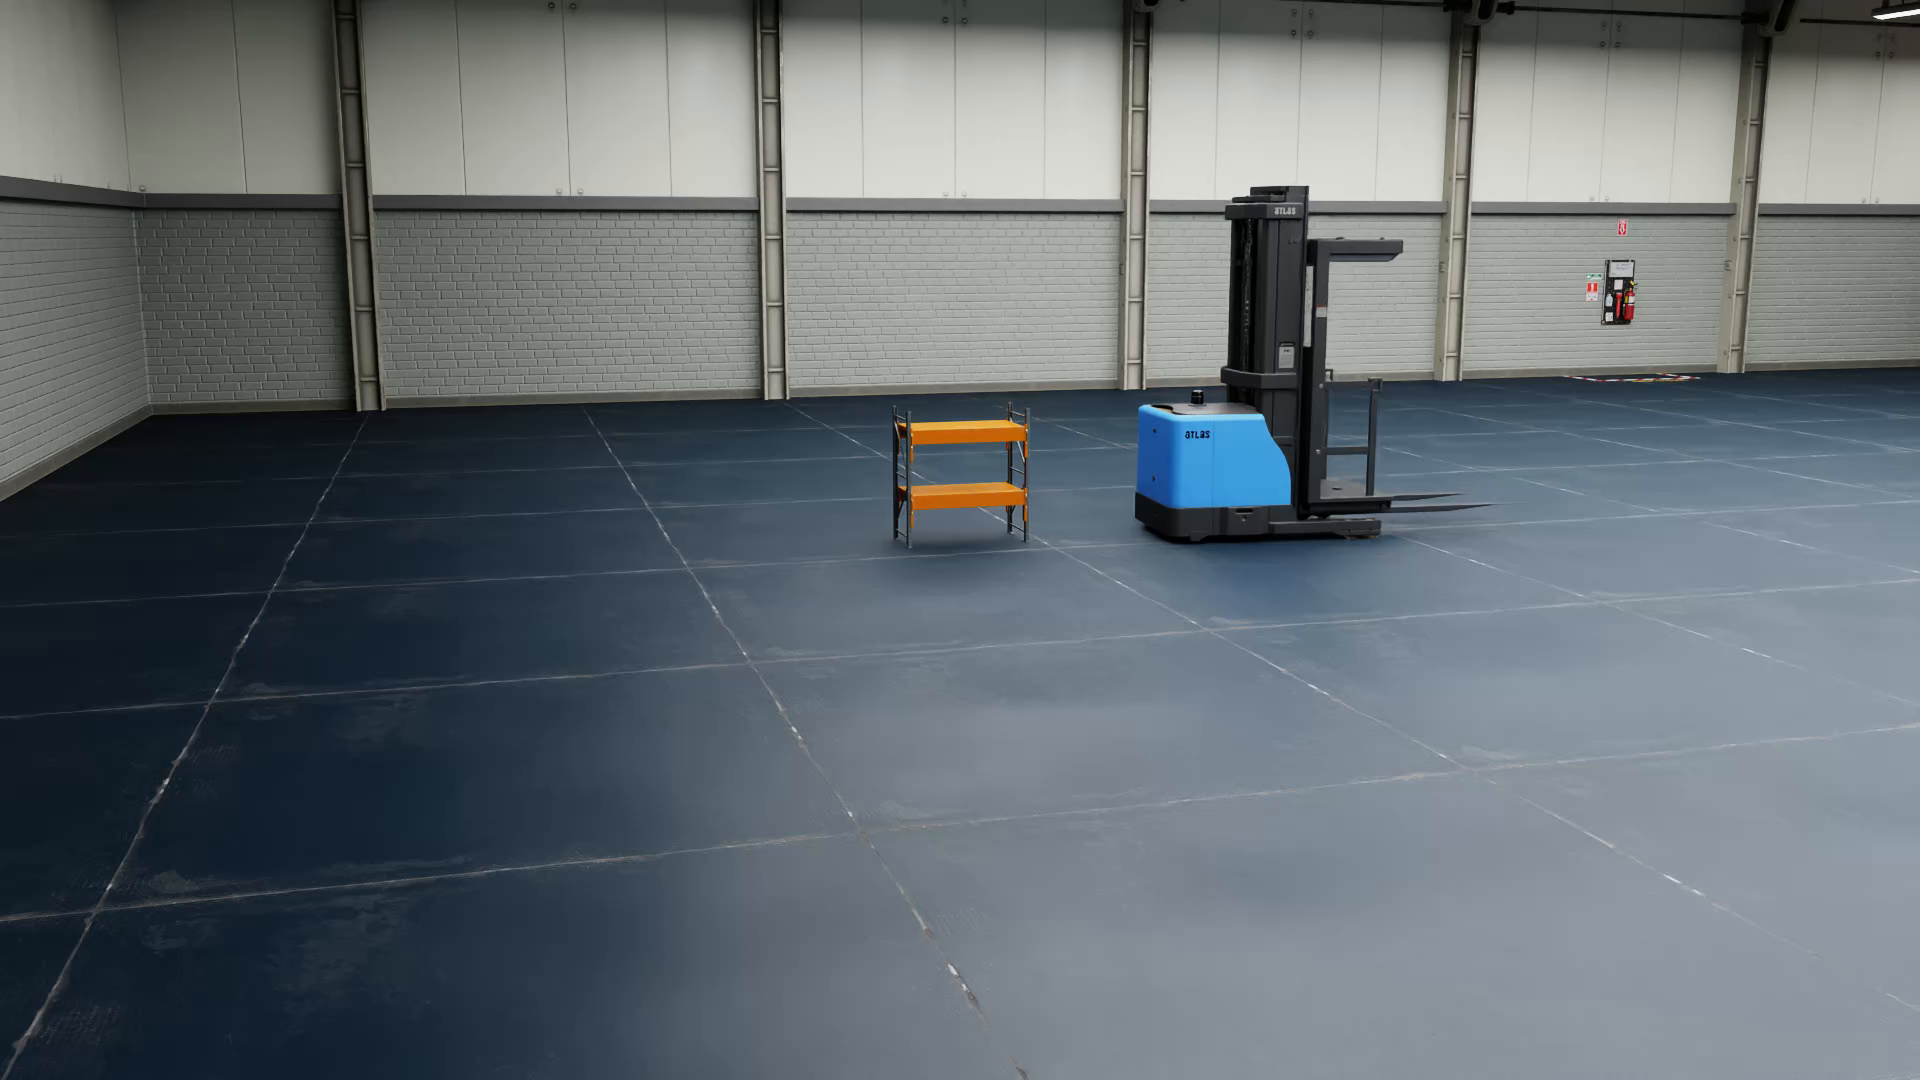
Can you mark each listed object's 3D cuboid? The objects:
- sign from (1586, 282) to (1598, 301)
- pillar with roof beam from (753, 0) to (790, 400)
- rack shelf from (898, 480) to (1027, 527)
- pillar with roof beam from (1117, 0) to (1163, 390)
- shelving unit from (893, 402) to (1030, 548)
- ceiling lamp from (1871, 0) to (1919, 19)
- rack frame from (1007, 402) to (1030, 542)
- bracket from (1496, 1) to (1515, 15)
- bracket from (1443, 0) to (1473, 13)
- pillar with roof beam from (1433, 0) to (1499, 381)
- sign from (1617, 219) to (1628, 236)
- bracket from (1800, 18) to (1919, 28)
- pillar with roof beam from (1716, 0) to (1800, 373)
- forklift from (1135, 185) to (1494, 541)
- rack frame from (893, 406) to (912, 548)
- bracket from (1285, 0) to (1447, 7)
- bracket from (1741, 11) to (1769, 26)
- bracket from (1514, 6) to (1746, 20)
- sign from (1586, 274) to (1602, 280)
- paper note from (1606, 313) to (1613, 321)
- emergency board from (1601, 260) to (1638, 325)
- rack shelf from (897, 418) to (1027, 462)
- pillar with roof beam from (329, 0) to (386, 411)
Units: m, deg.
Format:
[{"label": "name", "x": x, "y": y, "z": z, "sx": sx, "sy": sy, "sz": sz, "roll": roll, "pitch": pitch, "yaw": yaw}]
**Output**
[{"label": "sign", "x": 11.440, "y": -4.497, "z": 30.091, "sx": 0.234, "sy": 0.329, "sz": 0.001, "roll": -3, "pitch": 11, "yaw": -16}, {"label": "pillar with roof beam", "x": -1.696, "y": -5.899, "z": 21.236, "sx": 0.400, "sy": 9.000, "sz": 9.100, "roll": -3, "pitch": 11, "yaw": -16}, {"label": "rack shelf", "x": 0.006, "y": -0.313, "z": 13.991, "sx": 1.000, "sy": 0.278, "sz": 0.538, "roll": -3, "pitch": 11, "yaw": -16}, {"label": "pillar with roof beam", "x": 4.065, "y": -6.203, "z": 22.885, "sx": 0.548, "sy": 9.000, "sz": 9.100, "roll": -3, "pitch": 11, "yaw": -16}, {"label": "shelving unit", "x": 0.006, "y": -0.554, "z": 13.947, "sx": 1.048, "sy": 1.125, "sz": 0.538, "roll": -3, "pitch": 11, "yaw": -16}, {"label": "ceiling lamp", "x": 14.353, "y": -9.492, "z": 24.631, "sx": 0.800, "sy": 3.185, "sz": 2.000, "roll": -3, "pitch": 11, "yaw": -16}, {"label": "rack frame", "x": 0.495, "y": -0.579, "z": 14.086, "sx": 0.032, "sy": 1.125, "sz": 0.500, "roll": -3, "pitch": 11, "yaw": -16}, {"label": "bracket", "x": 9.120, "y": -8.984, "z": 28.052, "sx": 0.430, "sy": 0.232, "sz": 0.235, "roll": -3, "pitch": 11, "yaw": -16}, {"label": "bracket", "x": 8.323, "y": -8.942, "z": 27.824, "sx": 0.430, "sy": 0.232, "sz": 0.235, "roll": -3, "pitch": 11, "yaw": -16}, {"label": "pillar with roof beam", "x": 9.826, "y": -6.506, "z": 24.534, "sx": 0.548, "sy": 9.000, "sz": 9.100, "roll": -3, "pitch": 11, "yaw": -16}, {"label": "sign", "x": 11.964, "y": -5.647, "z": 30.031, "sx": 0.199, "sy": 0.298, "sz": 0.001, "roll": -3, "pitch": 11, "yaw": -16}, {"label": "bracket", "x": 17.355, "y": -9.418, "z": 30.410, "sx": 4.783, "sy": 0.066, "sz": 0.076, "roll": -3, "pitch": 11, "yaw": -16}, {"label": "pillar with roof beam", "x": 15.586, "y": -6.810, "z": 26.184, "sx": 0.548, "sy": 9.000, "sz": 9.100, "roll": -3, "pitch": 11, "yaw": -16}, {"label": "forklift", "x": 3.116, "y": -1.540, "z": 14.318, "sx": 3.031, "sy": 2.935, "sz": 1.130, "roll": -2, "pitch": 11, "yaw": -11}, {"label": "rack frame", "x": -0.482, "y": -0.528, "z": 13.807, "sx": 0.032, "sy": 1.125, "sz": 0.500, "roll": -3, "pitch": 11, "yaw": -16}, {"label": "bracket", "x": 5.833, "y": -8.811, "z": 27.111, "sx": 4.783, "sy": 0.066, "sz": 0.076, "roll": -3, "pitch": 11, "yaw": -16}, {"label": "bracket", "x": 14.084, "y": -9.246, "z": 29.474, "sx": 0.430, "sy": 0.232, "sz": 0.235, "roll": -3, "pitch": 11, "yaw": -16}, {"label": "bracket", "x": 11.594, "y": -9.115, "z": 28.761, "sx": 4.783, "sy": 0.066, "sz": 0.076, "roll": -3, "pitch": 11, "yaw": -16}, {"label": "sign", "x": 11.447, "y": -4.756, "z": 30.036, "sx": 0.331, "sy": 0.109, "sz": 0.001, "roll": -3, "pitch": 11, "yaw": -16}, {"label": "paper note", "x": 11.811, "y": -4.059, "z": 30.245, "sx": 0.142, "sy": 0.148, "sz": 0.016, "roll": -3, "pitch": 11, "yaw": -16}, {"label": "emergency board", "x": 12.000, "y": -4.490, "z": 30.149, "sx": 0.643, "sy": 1.169, "sz": 0.194, "roll": -3, "pitch": 11, "yaw": -16}, {"label": "rack shelf", "x": 0.006, "y": -0.841, "z": 13.894, "sx": 1.000, "sy": 0.278, "sz": 0.538, "roll": -3, "pitch": 11, "yaw": -16}, {"label": "pillar with roof beam", "x": -7.457, "y": -5.596, "z": 19.586, "sx": 0.400, "sy": 9.000, "sz": 9.100, "roll": -3, "pitch": 11, "yaw": -16}]
